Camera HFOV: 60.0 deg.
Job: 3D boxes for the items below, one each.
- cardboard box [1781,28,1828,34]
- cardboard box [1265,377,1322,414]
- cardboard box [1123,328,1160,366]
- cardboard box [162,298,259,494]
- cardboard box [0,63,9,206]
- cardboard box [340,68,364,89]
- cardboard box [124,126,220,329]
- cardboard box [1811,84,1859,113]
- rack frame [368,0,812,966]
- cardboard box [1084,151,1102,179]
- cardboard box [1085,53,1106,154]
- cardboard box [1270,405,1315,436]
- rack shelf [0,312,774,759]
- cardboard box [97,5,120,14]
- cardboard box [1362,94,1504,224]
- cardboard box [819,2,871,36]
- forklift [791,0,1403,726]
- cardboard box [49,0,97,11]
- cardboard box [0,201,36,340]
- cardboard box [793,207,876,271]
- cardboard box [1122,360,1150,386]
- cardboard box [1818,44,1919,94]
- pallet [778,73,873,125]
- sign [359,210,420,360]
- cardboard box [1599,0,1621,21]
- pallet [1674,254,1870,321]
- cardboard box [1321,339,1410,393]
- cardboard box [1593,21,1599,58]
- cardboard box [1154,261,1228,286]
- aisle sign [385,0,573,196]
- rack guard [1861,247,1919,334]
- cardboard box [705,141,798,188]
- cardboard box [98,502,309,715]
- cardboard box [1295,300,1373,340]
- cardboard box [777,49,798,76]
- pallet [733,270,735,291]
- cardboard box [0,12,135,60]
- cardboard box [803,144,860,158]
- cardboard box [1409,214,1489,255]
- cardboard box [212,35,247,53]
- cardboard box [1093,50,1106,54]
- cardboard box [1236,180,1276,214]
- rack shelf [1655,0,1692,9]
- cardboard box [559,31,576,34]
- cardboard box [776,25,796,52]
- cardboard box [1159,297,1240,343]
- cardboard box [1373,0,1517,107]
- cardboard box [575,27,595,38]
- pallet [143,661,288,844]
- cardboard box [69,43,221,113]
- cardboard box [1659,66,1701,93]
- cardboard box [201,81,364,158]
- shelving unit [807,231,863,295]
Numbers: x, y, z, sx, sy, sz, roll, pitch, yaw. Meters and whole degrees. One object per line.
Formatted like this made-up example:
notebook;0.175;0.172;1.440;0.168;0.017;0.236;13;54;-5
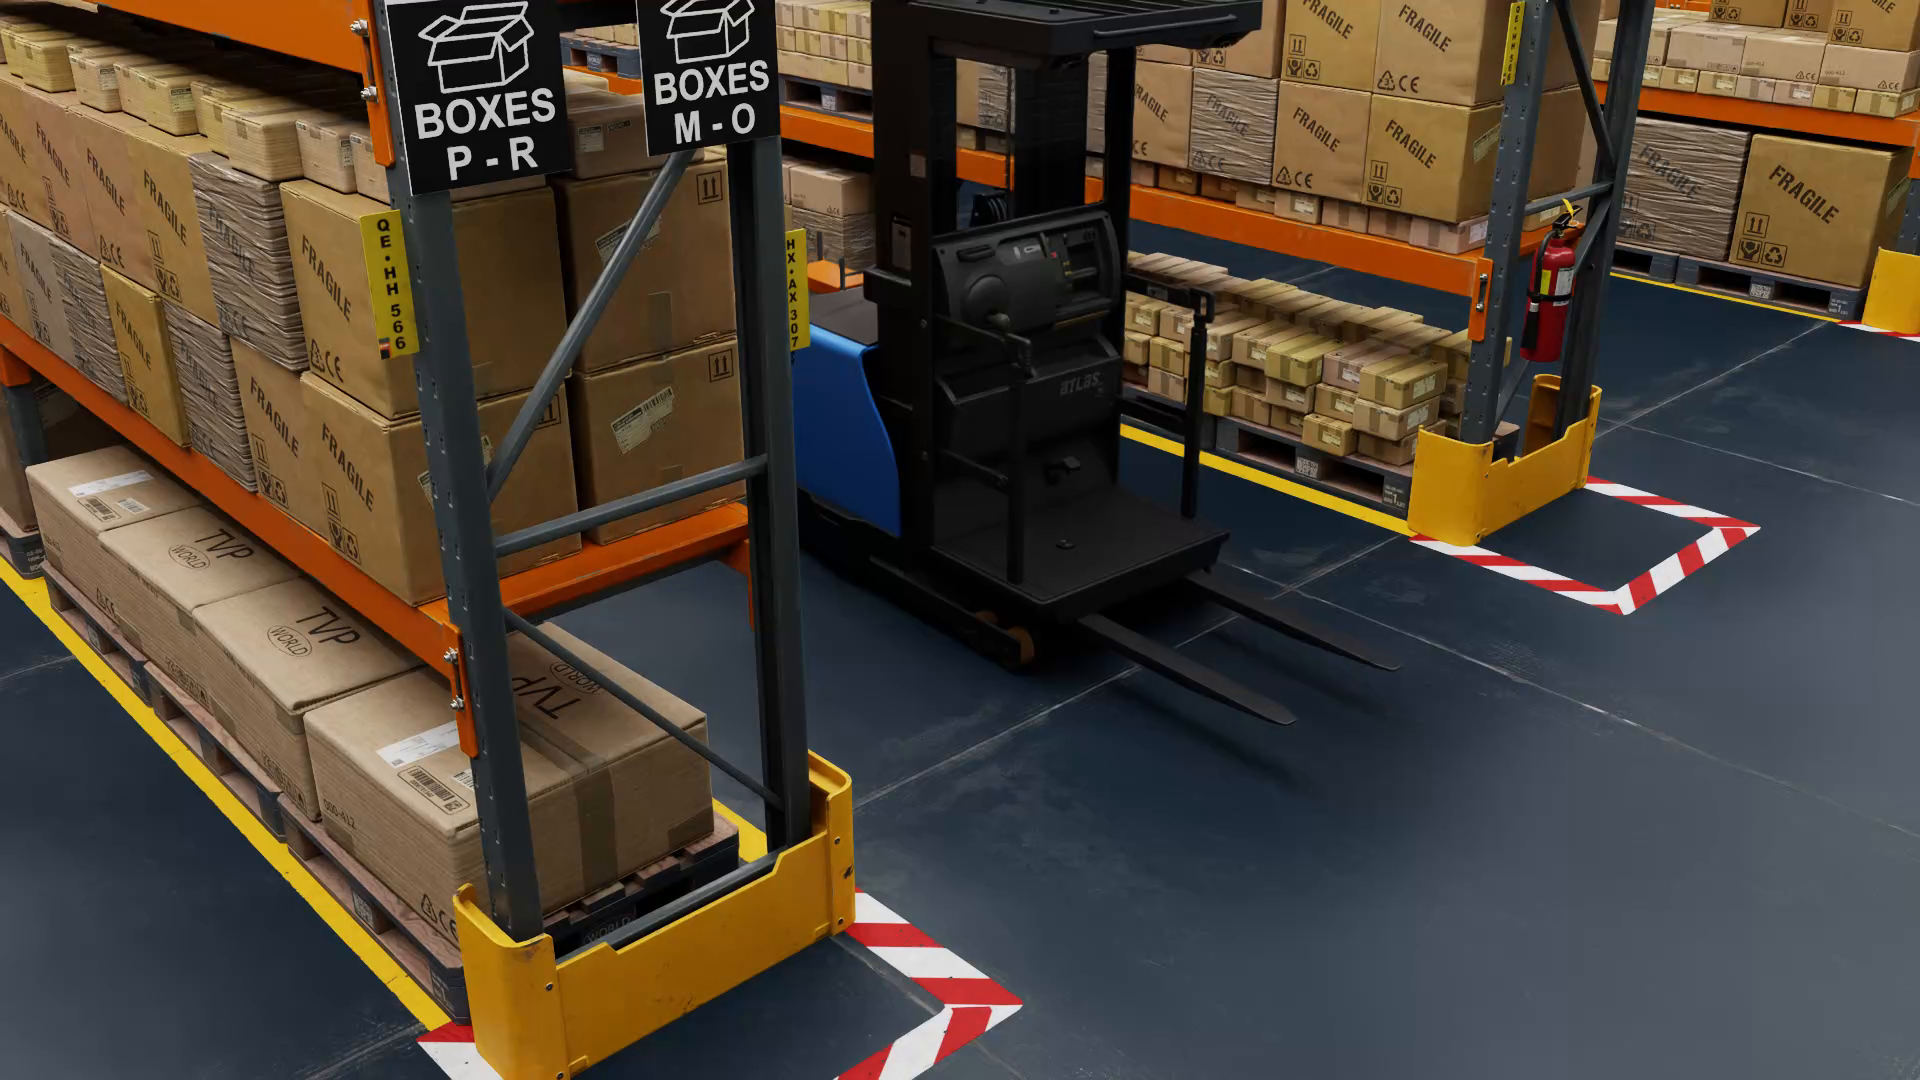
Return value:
cardboard box;5.885;-3.337;11.273;0.500;0.250;0.500;-22;32;-39
cardboard box;1.761;-0.781;8.418;0.250;0.149;0.380;22;33;40
cardboard box;1.028;-1.093;9.102;0.380;0.149;0.250;-21;32;-38
cardboard box;-2.071;-0.507;5.126;0.500;0.500;0.500;-20;31;-37
cardboard box;-3.443;-1.580;6.275;0.500;0.500;0.500;-21;32;-38
cardboard box;-1.634;-1.372;5.037;0.380;0.149;0.250;-21;32;-38
cardboard box;-2.075;-0.961;4.916;0.500;0.500;0.500;-21;32;-39
cardboard box;5.714;-2.871;10.731;0.380;0.149;0.250;-21;32;-38
rack frame;-0.857;-0.081;4.313;1.000;3.000;0.127;-21;32;-38
cardboard box;0.843;-2.049;8.931;0.380;0.149;0.250;-20;31;-36
cardboard box;0.769;-2.376;8.866;0.500;0.500;0.500;-22;33;-39
cardboard box;1.807;-0.664;8.520;0.380;0.149;0.250;-21;32;-39
rack shelf;-2.224;-0.360;5.791;1.077;0.370;4.000;-21;32;-38
cardboard box;-3.048;-1.975;6.358;0.380;0.149;0.250;-20;31;-37
cardboard box;2.192;-1.760;7.514;0.500;0.500;0.500;-20;32;-37
cardboard box;-0.648;-3.222;10.280;0.380;0.149;0.250;-22;33;-40
forklift;0.423;-1.056;6.533;1.130;2.935;3.031;-19;31;-36
cardboard box;-4.050;-2.154;7.533;0.500;0.500;0.500;-21;32;-39
cardboard box;-3.462;-1.122;6.474;0.500;0.500;0.500;-20;31;-37
cardboard box;-0.737;-1.934;10.881;0.500;0.500;0.500;-22;32;-39
cardboard box;1.119;-0.981;9.215;0.380;0.149;0.250;-20;31;-37
cardboard box;5.852;-3.031;10.602;0.500;0.250;0.500;-22;32;-39
pallet;-0.463;-2.913;10.753;1.003;0.211;1.213;-21;32;-38
sign;-1.263;-0.566;3.696;0.100;0.325;0.005;-21;32;-38
cardboard box;4.473;-3.987;11.794;0.500;0.500;0.500;-22;33;-40
pallet;5.773;-1.844;11.537;1.003;0.211;1.213;-21;32;-38
cardboard box;2.010;-0.861;8.236;0.380;0.149;0.250;-20;32;-37
cardboard box;4.467;-3.647;11.953;0.500;0.250;0.500;-20;31;-37
cardboard box;1.331;-1.484;9.601;0.250;0.149;0.380;22;33;40
aisle sign;-1.034;-1.154;3.533;0.394;0.787;0.004;-21;32;-38
rack guard;6.393;-1.748;10.979;1.175;0.500;0.348;-21;32;-38
cardboard box;-1.454;-2.592;11.420;0.500;0.250;0.500;22;33;39
cardboard box;-2.628;0.174;6.336;0.875;0.438;0.875;-22;33;-40
cardboard box;1.992;-1.149;8.867;0.250;0.149;0.380;22;32;39
cardboard box;-0.981;-3.099;10.726;0.250;0.149;0.380;22;32;39
pallet;-1.418;-2.064;12.020;1.003;0.211;1.213;-21;32;-38
cardboard box;-3.173;-1.780;5.932;0.380;0.149;0.250;-22;32;-39
cardboard box;-0.725;-2.582;11.398;0.500;0.250;0.500;-20;31;-37
cardboard box;2.258;-1.420;7.551;0.380;0.149;0.250;-21;32;-38
cardboard box;-2.321;-1.680;5.712;0.380;0.149;0.250;-22;33;-39
cardboard box;0.771;-2.843;8.685;0.500;0.500;0.500;-21;32;-38
cardboard box;1.583;-1.737;8.245;0.250;0.149;0.380;22;33;39
rack shelf;5.891;-5.788;17.690;1.077;0.370;4.000;-21;32;-38
cardboard box;-3.285;-4.045;12.883;0.500;0.500;0.500;-21;32;-38
cardboard box;-1.002;-3.241;10.679;0.380;0.149;0.250;-23;33;-40
cardboard box;1.286;-1.177;8.928;0.250;0.149;0.380;23;33;40
cardboard box;2.193;-2.220;7.318;0.500;0.500;0.500;-22;33;-39
cardboard box;-2.623;-3.823;12.314;0.380;0.149;0.250;-22;32;-39
pallet;-2.291;0.598;6.184;1.003;0.211;1.213;-21;32;-38
cardboard box;-2.538;-1.452;5.213;0.380;0.149;0.250;-21;32;-38
cardboard box;5.016;-3.180;11.409;0.380;0.149;0.250;-21;32;-38
cardboard box;-1.820;-1.141;4.530;0.380;0.149;0.250;-20;31;-37
shelving unit;-0.621;-0.869;8.209;0.258;1.200;0.503;-19;31;-36
